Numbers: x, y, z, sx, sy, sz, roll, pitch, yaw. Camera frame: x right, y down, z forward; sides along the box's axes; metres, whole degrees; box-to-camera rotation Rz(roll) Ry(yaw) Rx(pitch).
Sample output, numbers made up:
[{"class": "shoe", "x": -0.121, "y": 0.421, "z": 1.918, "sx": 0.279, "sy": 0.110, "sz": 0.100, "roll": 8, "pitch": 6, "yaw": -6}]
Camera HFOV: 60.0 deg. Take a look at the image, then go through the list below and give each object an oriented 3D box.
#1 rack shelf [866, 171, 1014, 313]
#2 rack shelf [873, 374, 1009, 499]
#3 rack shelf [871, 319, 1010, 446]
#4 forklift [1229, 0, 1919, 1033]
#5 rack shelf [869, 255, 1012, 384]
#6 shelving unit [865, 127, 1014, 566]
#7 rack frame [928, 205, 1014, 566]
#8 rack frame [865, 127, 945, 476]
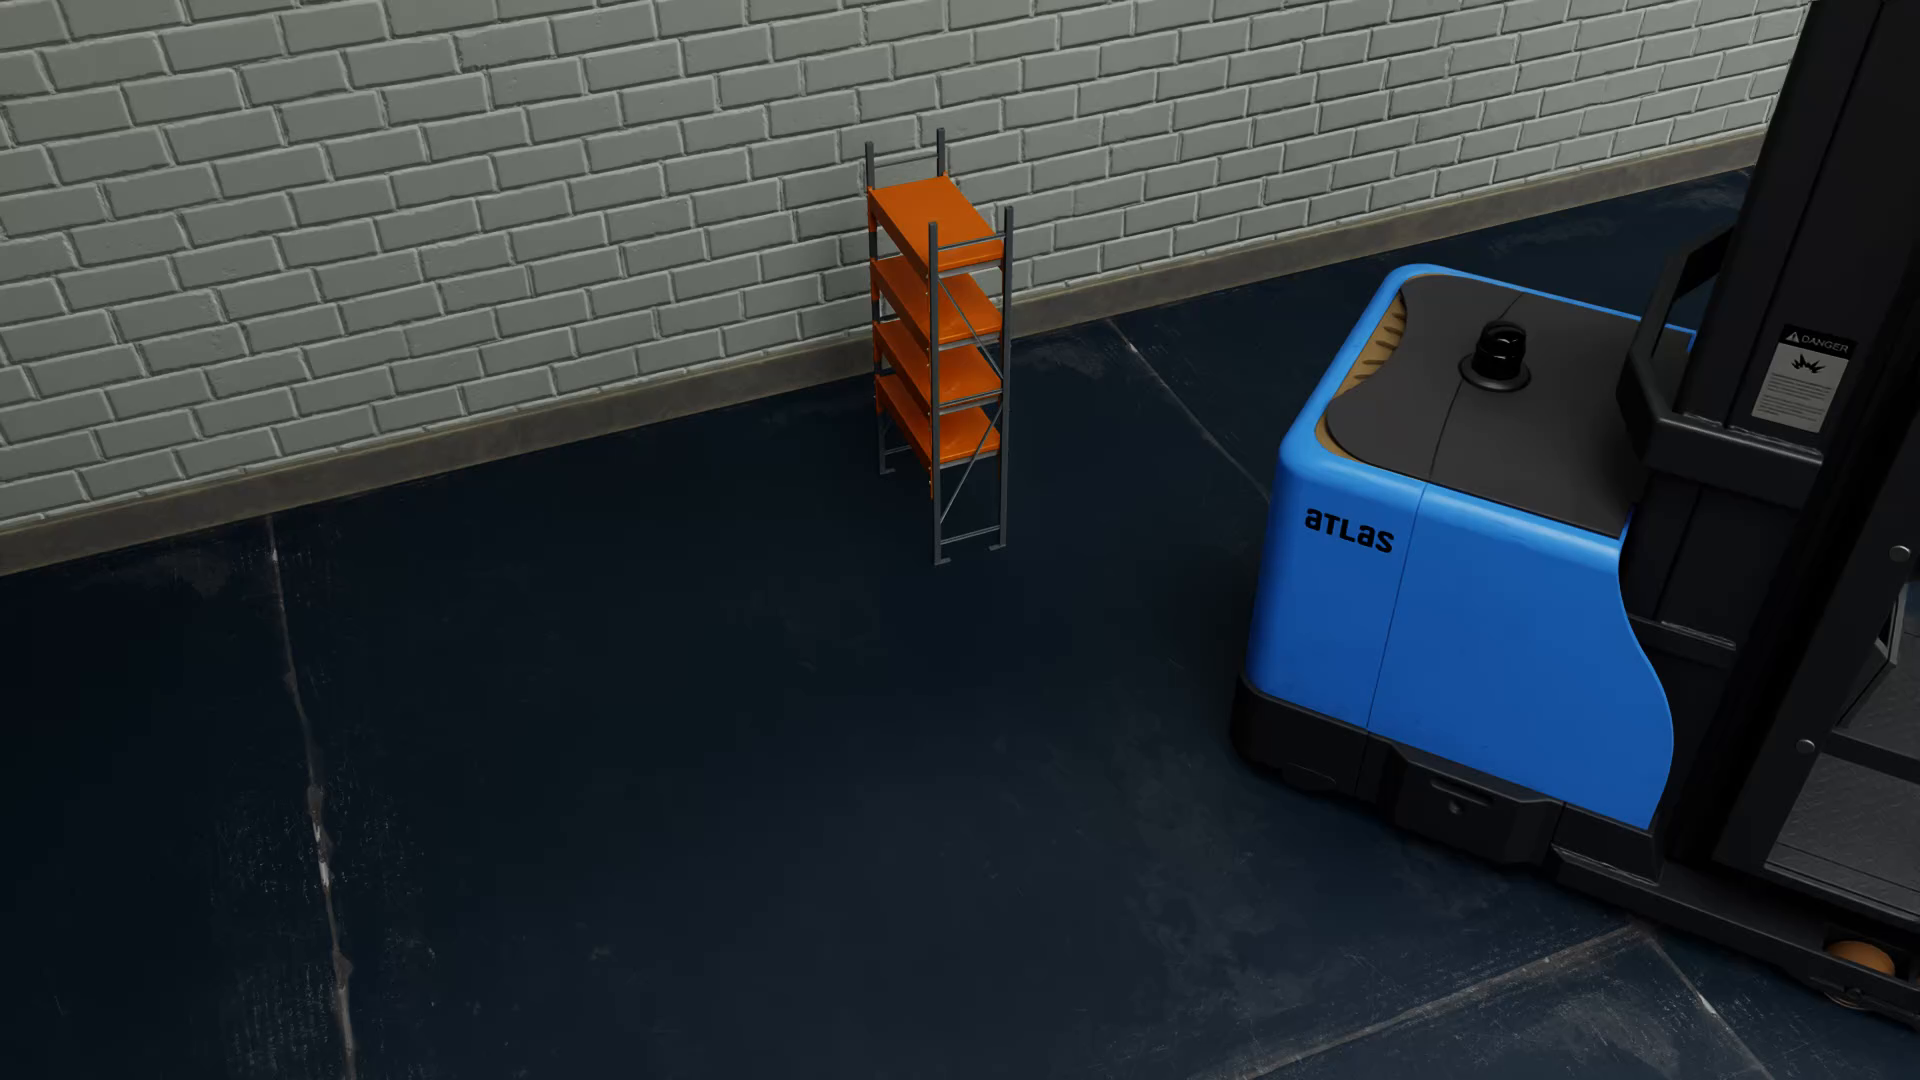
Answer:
[{"class": "rack shelf", "x": -0.063, "y": -0.853, "z": 4.719, "sx": 0.258, "sy": 0.148, "sz": 0.480, "roll": -15, "pitch": 43, "yaw": -17}, {"class": "rack shelf", "x": -0.063, "y": -0.353, "z": 5.148, "sx": 0.258, "sy": 0.148, "sz": 0.480, "roll": -15, "pitch": 43, "yaw": -17}, {"class": "rack shelf", "x": -0.063, "y": -0.504, "z": 5.019, "sx": 0.258, "sy": 0.148, "sz": 0.480, "roll": -15, "pitch": 43, "yaw": -17}, {"class": "forklift", "x": 2.279, "y": -0.337, "z": 3.394, "sx": 3.031, "sy": 2.935, "sz": 1.130, "roll": 19, "pitch": 44, "yaw": 21}, {"class": "rack shelf", "x": -0.063, "y": -0.673, "z": 4.873, "sx": 0.258, "sy": 0.148, "sz": 0.480, "roll": -15, "pitch": 43, "yaw": -17}, {"class": "shelving unit", "x": -0.063, "y": -0.555, "z": 4.975, "sx": 0.258, "sy": 1.200, "sz": 0.503, "roll": -15, "pitch": 43, "yaw": -17}, {"class": "rack frame", "x": 0.030, "y": -0.408, "z": 4.804, "sx": 0.240, "sy": 1.200, "sz": 0.015, "roll": -15, "pitch": 43, "yaw": -17}, {"class": "rack frame", "x": -0.157, "y": -0.702, "z": 5.146, "sx": 0.240, "sy": 1.200, "sz": 0.015, "roll": -15, "pitch": 43, "yaw": -17}]
